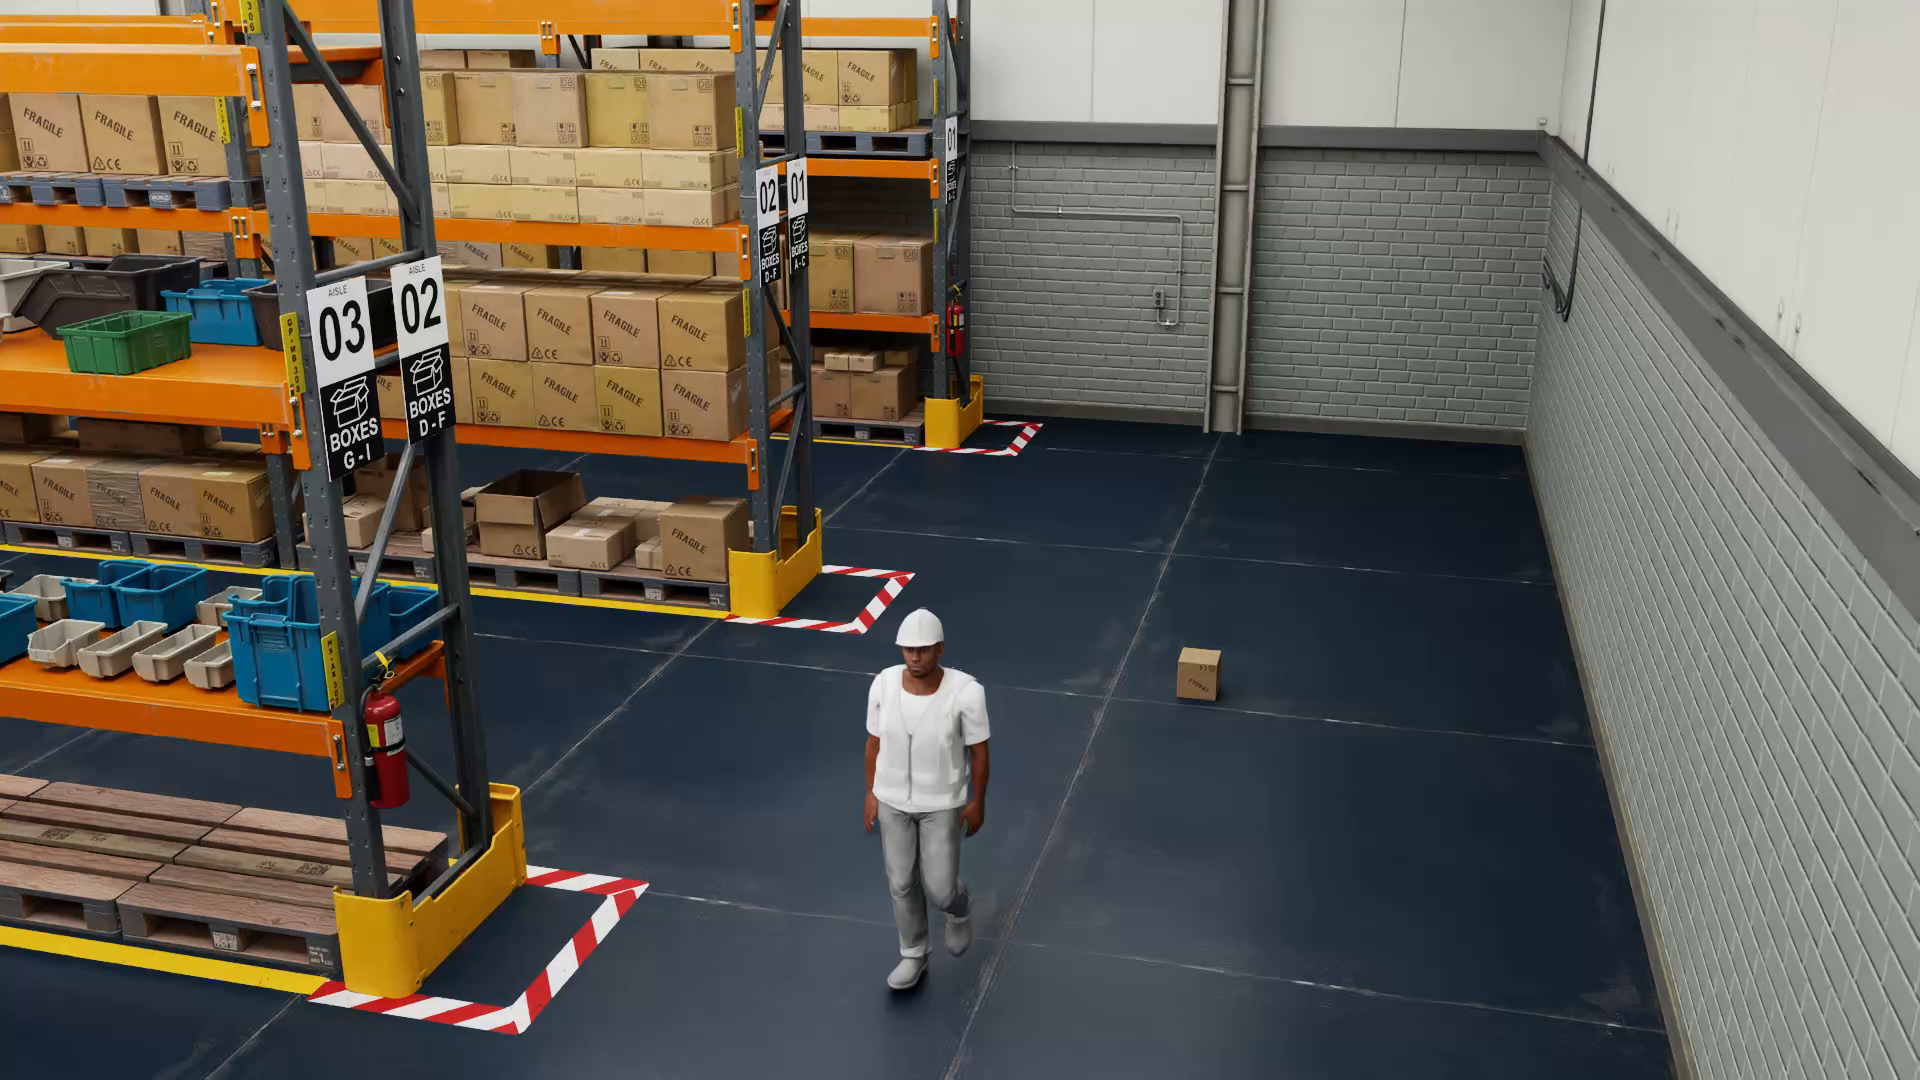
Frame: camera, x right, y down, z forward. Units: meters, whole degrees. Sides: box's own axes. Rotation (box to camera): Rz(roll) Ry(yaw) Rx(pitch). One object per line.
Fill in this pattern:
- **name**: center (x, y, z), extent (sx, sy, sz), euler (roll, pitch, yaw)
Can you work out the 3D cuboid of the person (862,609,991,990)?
- **person**: center (-0.154, 1.149, 7.442), extent (0.570, 1.756, 0.526), euler (6, 19, 17)
